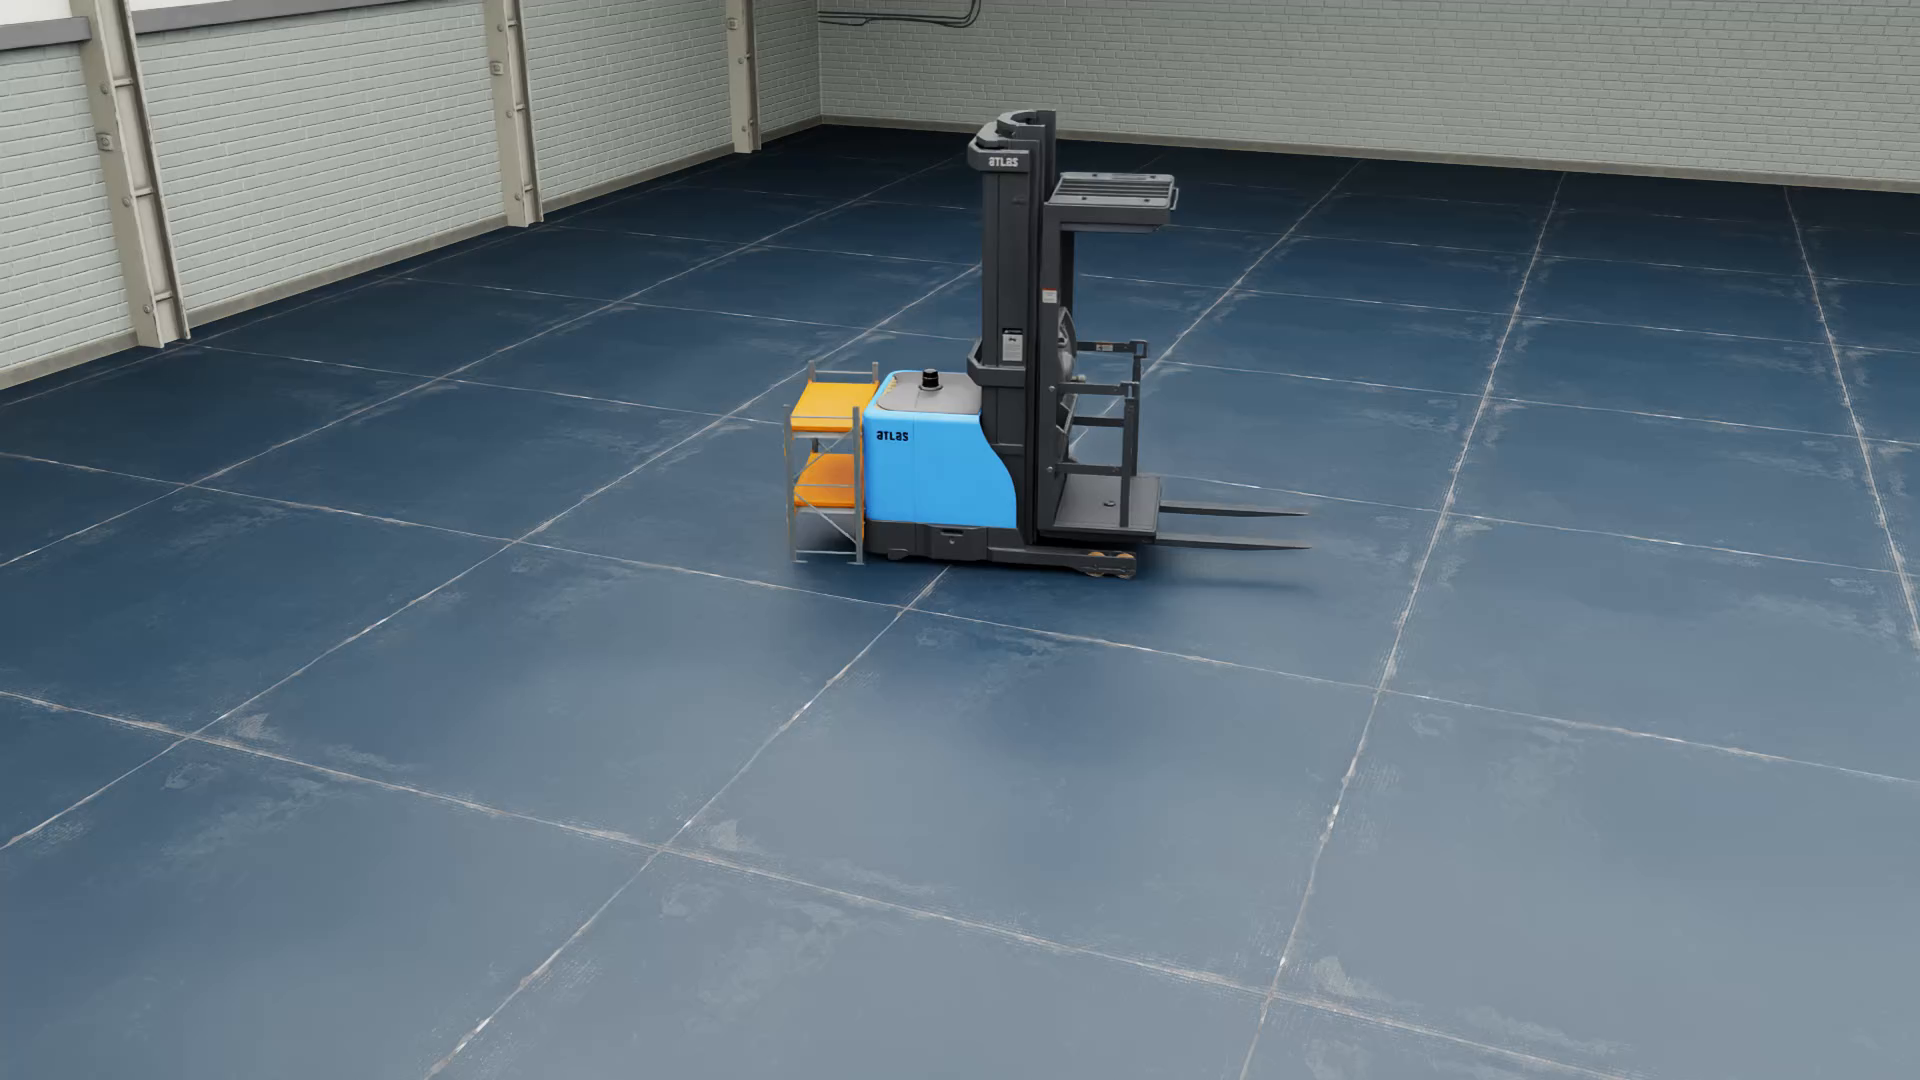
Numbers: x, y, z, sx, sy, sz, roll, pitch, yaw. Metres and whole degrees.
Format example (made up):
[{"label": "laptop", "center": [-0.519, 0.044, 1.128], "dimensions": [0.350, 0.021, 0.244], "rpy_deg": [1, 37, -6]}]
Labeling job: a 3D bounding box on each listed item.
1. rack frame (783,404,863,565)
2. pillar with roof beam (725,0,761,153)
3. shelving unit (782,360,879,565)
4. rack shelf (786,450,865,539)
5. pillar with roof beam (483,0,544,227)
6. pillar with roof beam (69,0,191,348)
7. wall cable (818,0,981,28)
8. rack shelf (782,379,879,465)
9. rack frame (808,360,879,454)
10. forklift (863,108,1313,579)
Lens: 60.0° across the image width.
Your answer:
[{"label": "rack frame", "center": [-0.912, -0.363, 11.159], "dimensions": [0.500, 1.125, 0.032], "rpy_deg": [2, 23, 4]}, {"label": "pillar with roof beam", "center": [0.575, -9.797, 23.530], "dimensions": [9.100, 9.000, 0.400], "rpy_deg": [9, 24, 20]}, {"label": "shelving unit", "center": [-0.873, -0.558, 11.627], "dimensions": [0.538, 1.125, 1.048], "rpy_deg": [2, 23, 4]}, {"label": "rack shelf", "center": [-0.873, -0.333, 11.721], "dimensions": [0.538, 0.278, 1.000], "rpy_deg": [2, 23, 4]}, {"label": "pillar with roof beam", "center": [-1.654, -7.650, 18.390], "dimensions": [9.100, 9.000, 0.400], "rpy_deg": [9, 24, 20]}, {"label": "pillar with roof beam", "center": [-3.882, -5.503, 13.250], "dimensions": [9.100, 9.000, 0.400], "rpy_deg": [9, 24, 20]}, {"label": "wall cable", "center": [-1.100, -9.846, 27.675], "dimensions": [3.097, 2.526, 0.112], "rpy_deg": [9, 24, 20]}, {"label": "rack shelf", "center": [-0.873, -0.828, 11.514], "dimensions": [0.538, 0.278, 1.000], "rpy_deg": [2, 23, 4]}, {"label": "rack frame", "center": [-0.833, -0.753, 12.094], "dimensions": [0.500, 1.125, 0.032], "rpy_deg": [2, 23, 4]}, {"label": "forklift", "center": [0.900, -1.314, 11.092], "dimensions": [3.031, 2.935, 1.130], "rpy_deg": [3, 23, 8]}]
